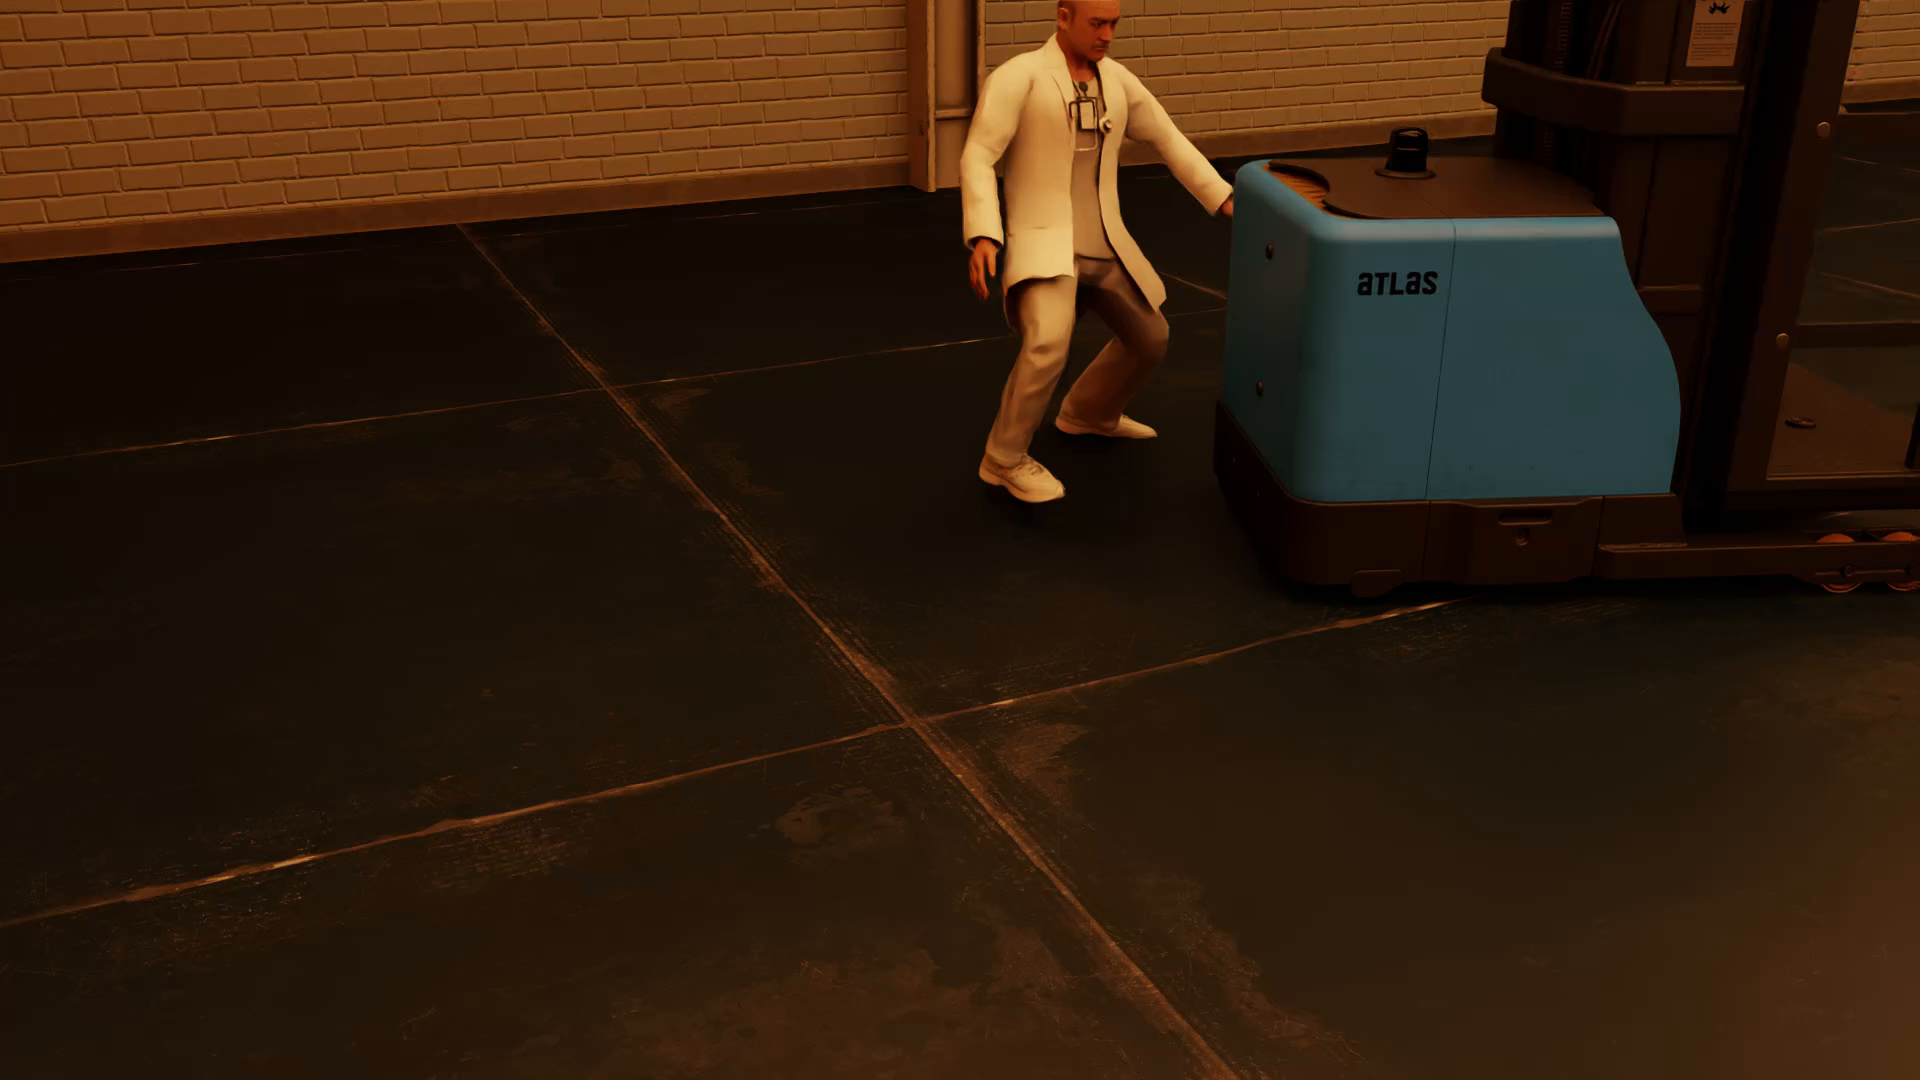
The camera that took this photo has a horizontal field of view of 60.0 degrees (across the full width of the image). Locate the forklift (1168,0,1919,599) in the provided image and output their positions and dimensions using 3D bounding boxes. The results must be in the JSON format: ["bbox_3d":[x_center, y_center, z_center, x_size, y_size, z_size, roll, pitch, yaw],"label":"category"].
[{"bbox_3d":[2.228,-1.399,4.653,3.031,2.935,1.130,-2,23,-4],"label":"forklift"}]

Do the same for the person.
[{"bbox_3d":[0.282,-1.076,5.518,0.939,1.687,0.578,-8,24,-18],"label":"person"}]
